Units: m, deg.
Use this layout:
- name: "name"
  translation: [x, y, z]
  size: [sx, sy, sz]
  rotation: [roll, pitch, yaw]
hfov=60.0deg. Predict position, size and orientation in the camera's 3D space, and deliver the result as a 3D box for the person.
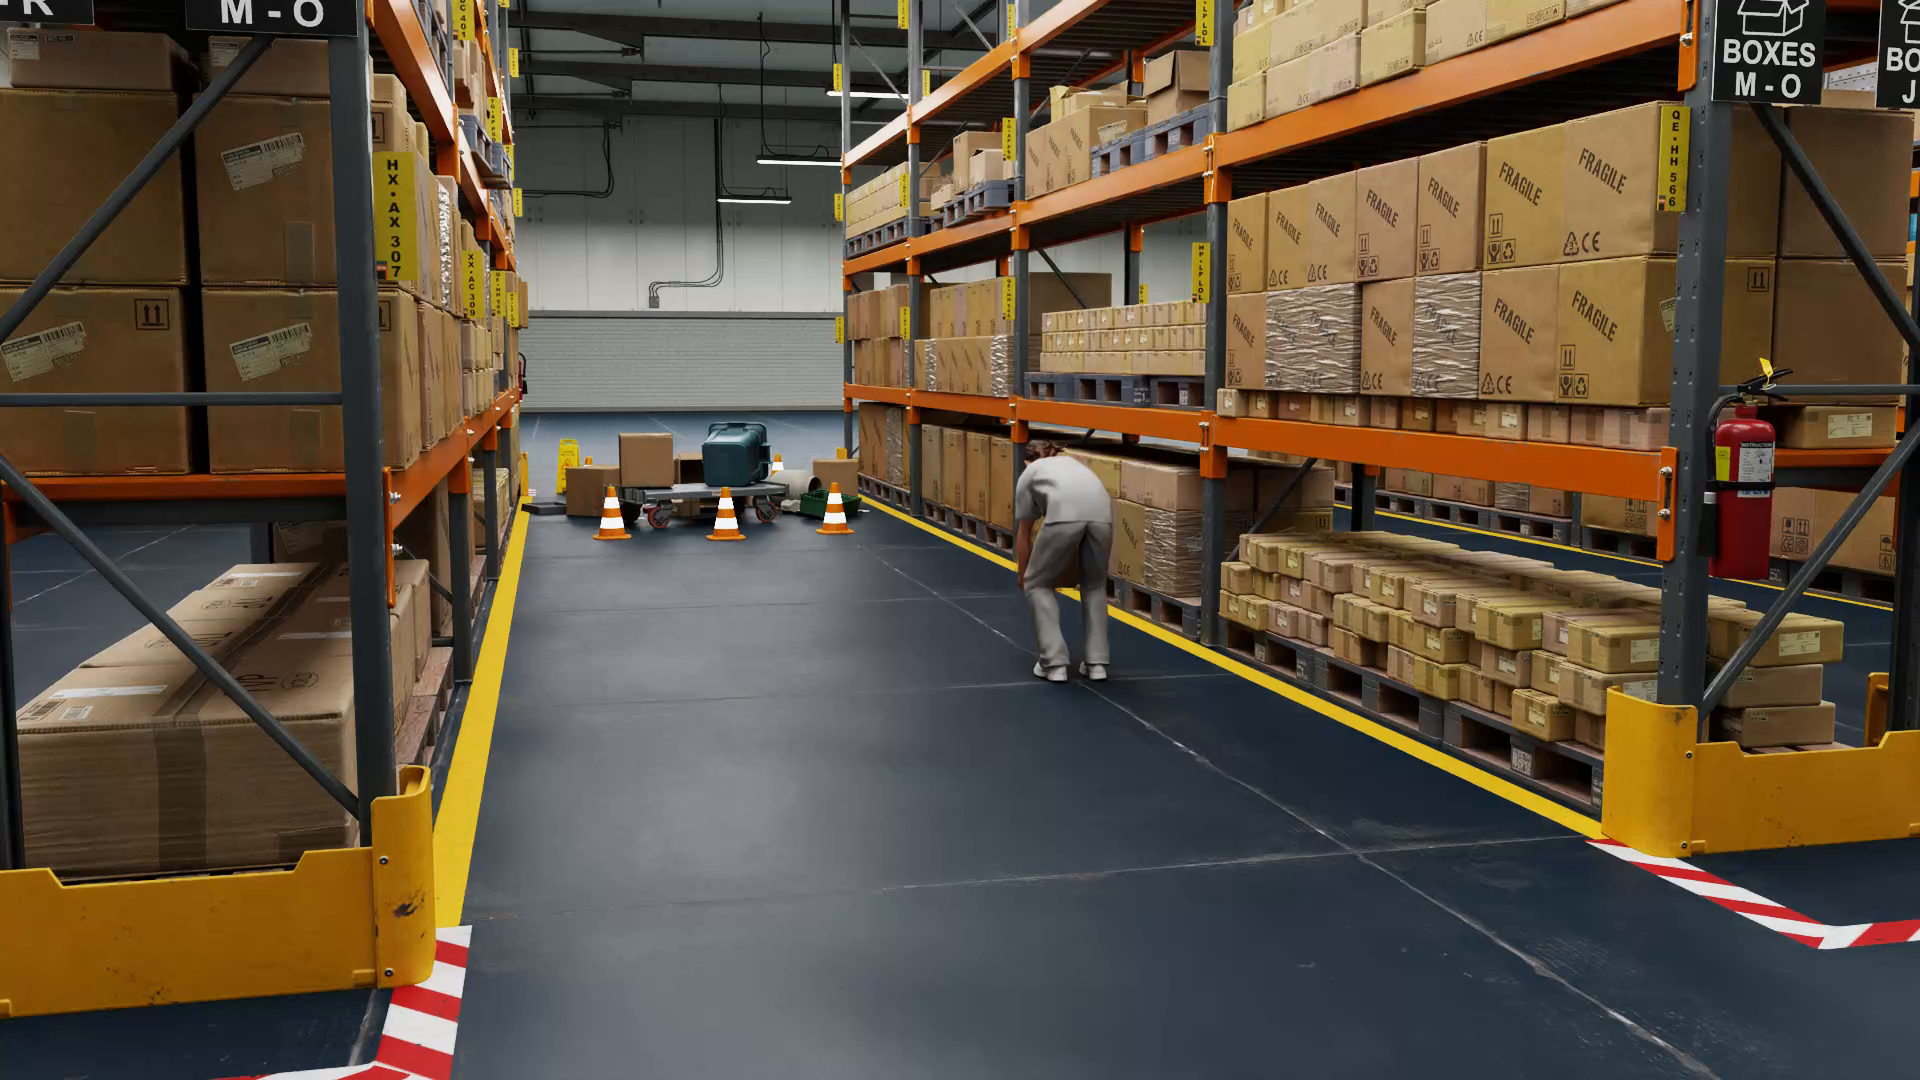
- name: "person"
  translation: [0.515, 0.090, 8.583]
  size: [0.437, 1.188, 0.844]
  rotation: [-2, 6, -16]
